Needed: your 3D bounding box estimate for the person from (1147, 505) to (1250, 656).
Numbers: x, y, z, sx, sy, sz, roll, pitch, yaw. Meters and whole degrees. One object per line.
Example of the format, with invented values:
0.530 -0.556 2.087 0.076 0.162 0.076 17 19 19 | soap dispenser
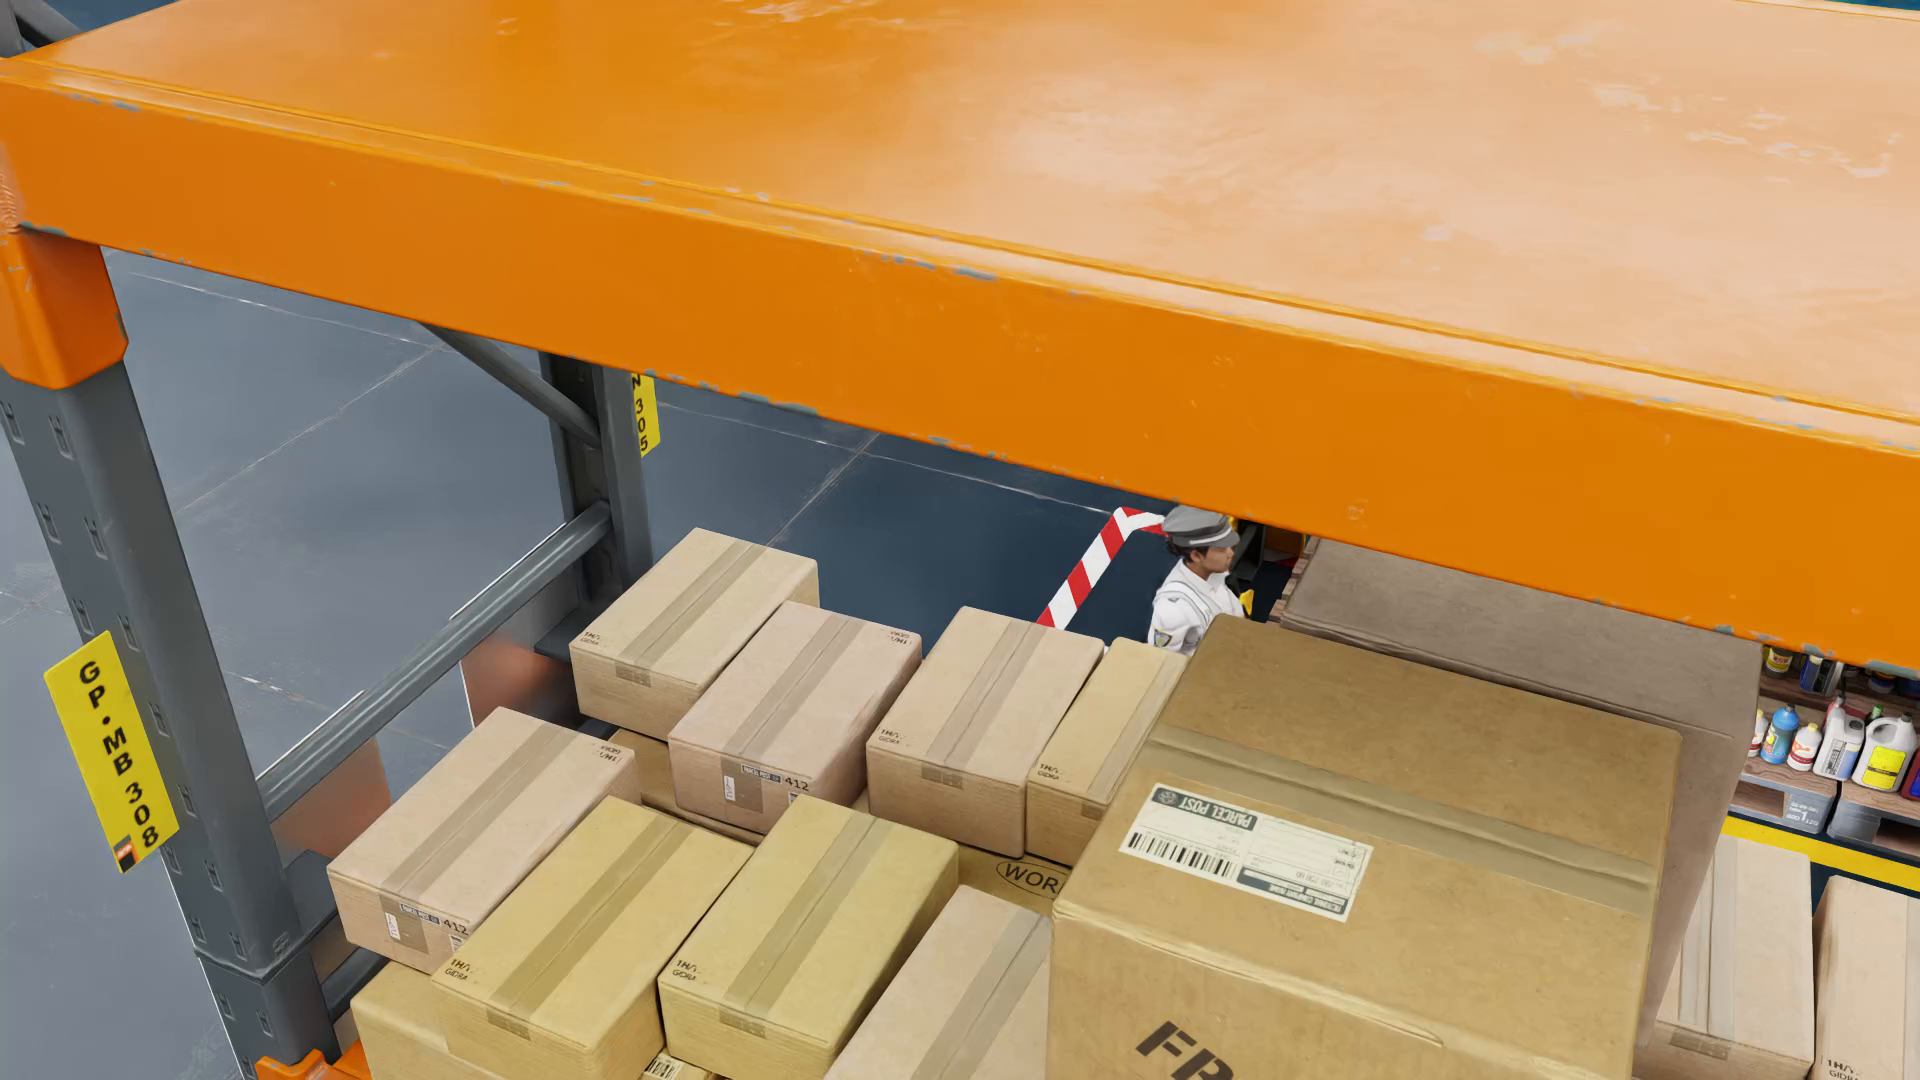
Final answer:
0.807 0.543 6.308 0.916 1.634 0.484 13 36 19 | person
